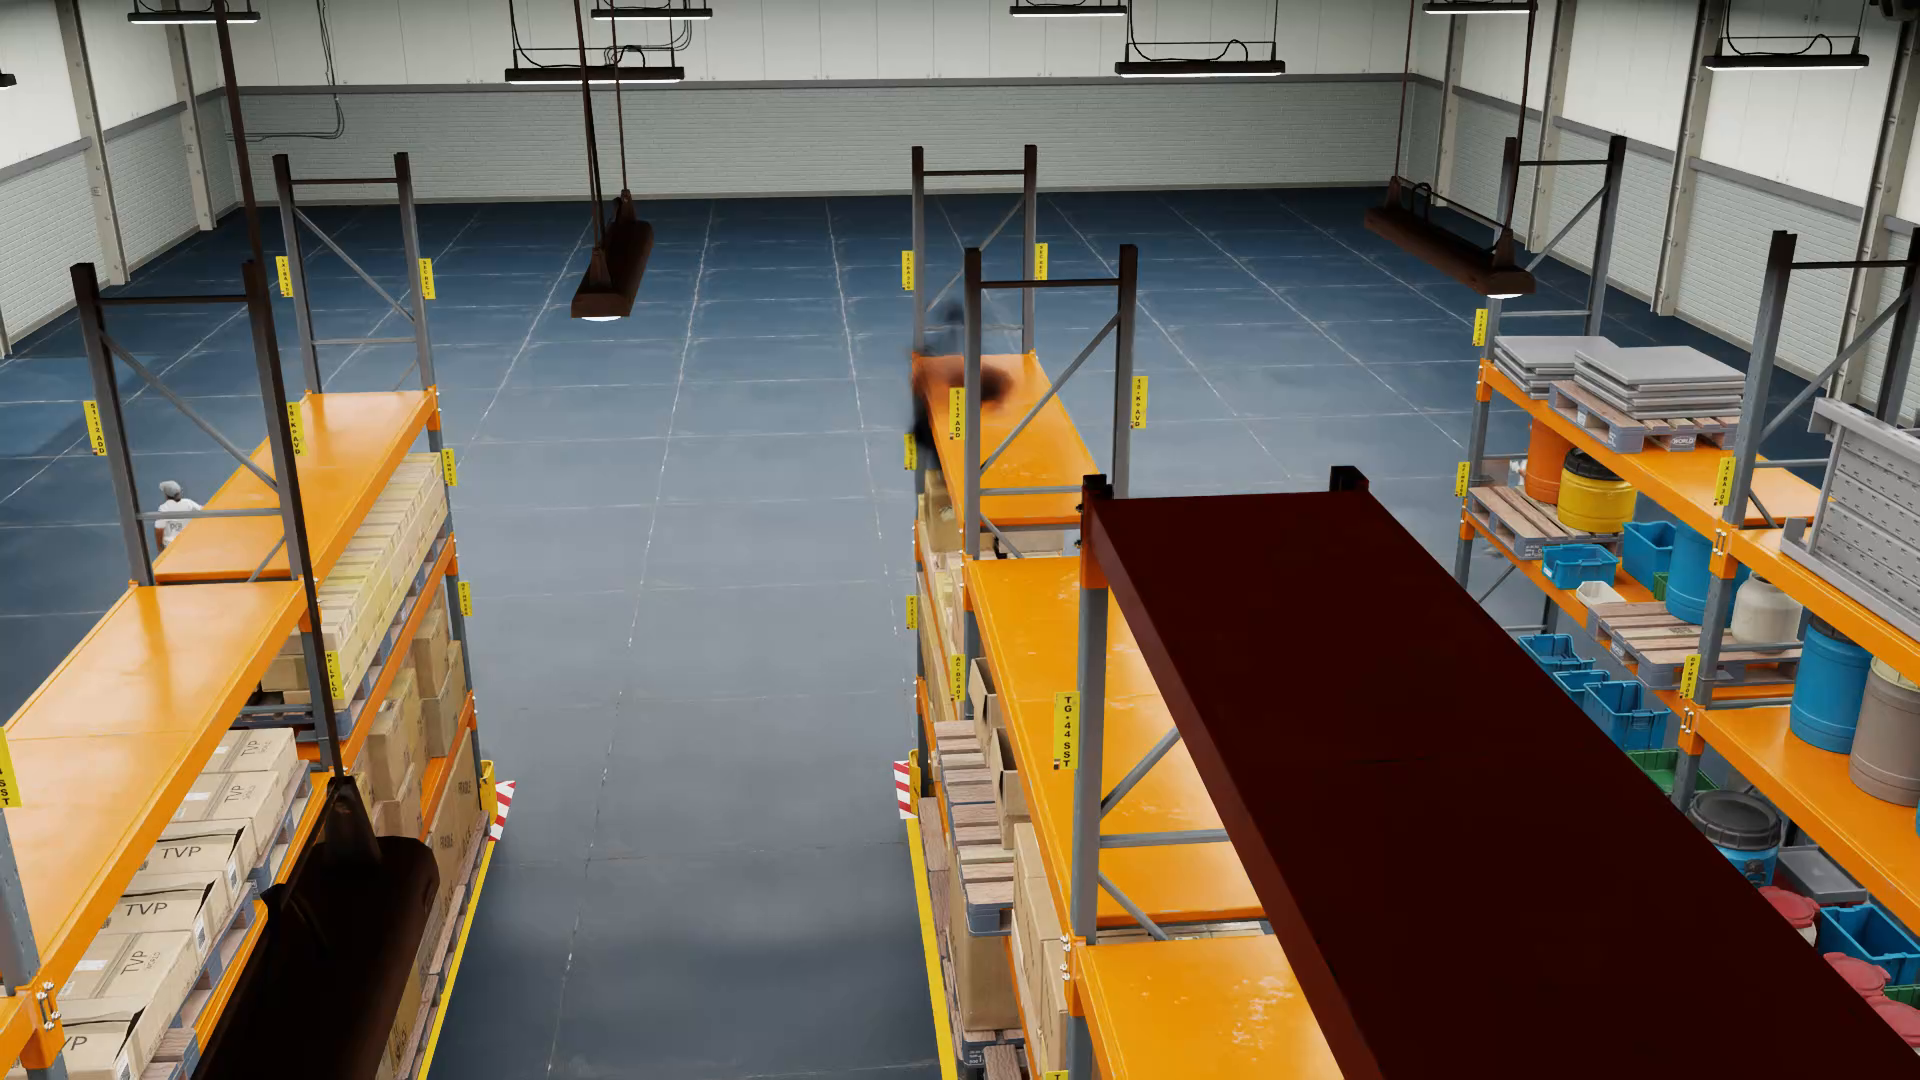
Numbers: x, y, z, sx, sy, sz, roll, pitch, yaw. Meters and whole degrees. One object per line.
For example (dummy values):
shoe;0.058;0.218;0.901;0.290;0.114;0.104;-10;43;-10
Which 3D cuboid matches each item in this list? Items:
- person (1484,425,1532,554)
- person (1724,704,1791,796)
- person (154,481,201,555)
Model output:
person;7.117;-0.613;20.696;0.930;1.810;0.656;5;22;11
person;6.896;1.943;14.358;0.671;1.775;0.774;-4;22;-11
person;-9.003;0.091;19.265;0.617;1.617;0.625;15;26;33
